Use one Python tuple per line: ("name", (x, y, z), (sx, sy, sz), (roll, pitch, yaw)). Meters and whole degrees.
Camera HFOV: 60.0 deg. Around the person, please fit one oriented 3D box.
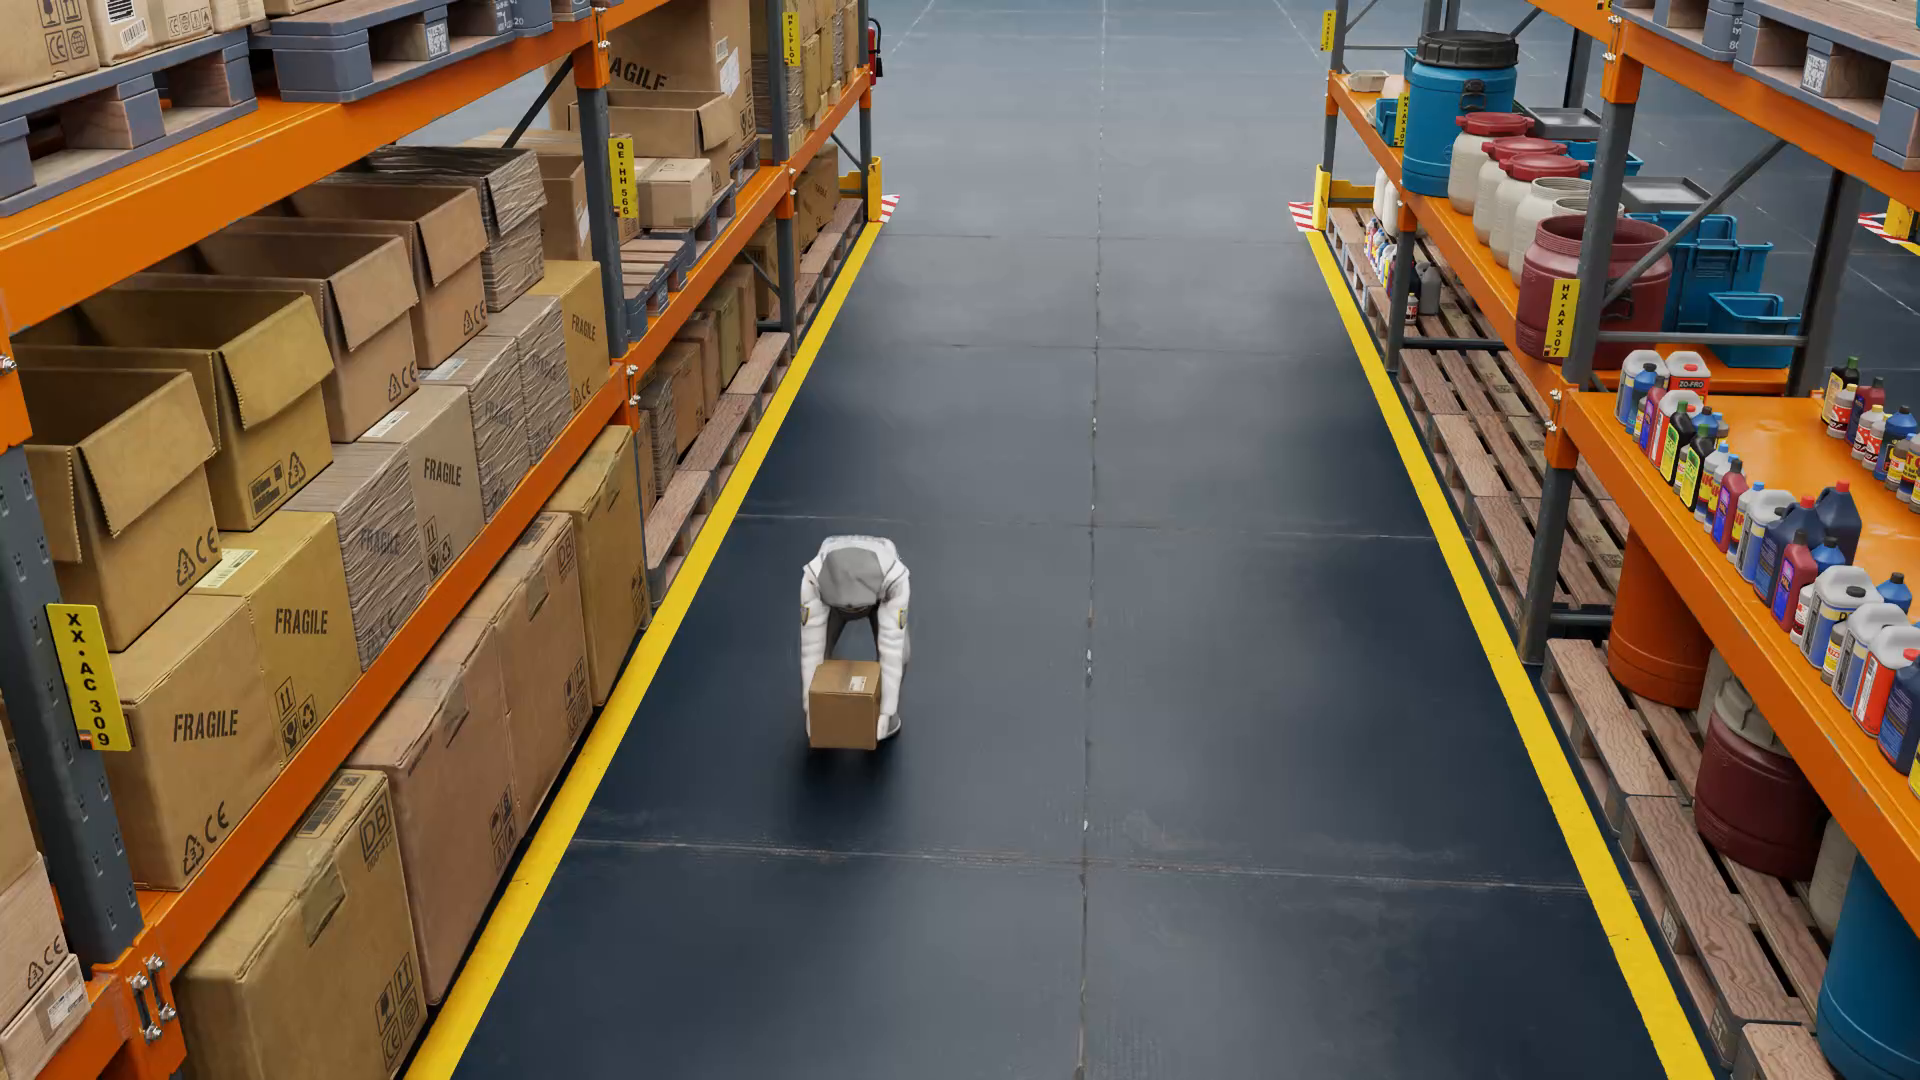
("person", (-0.420, 0.360, 6.652), (0.457, 0.980, 0.890), (1, 25, 2))
